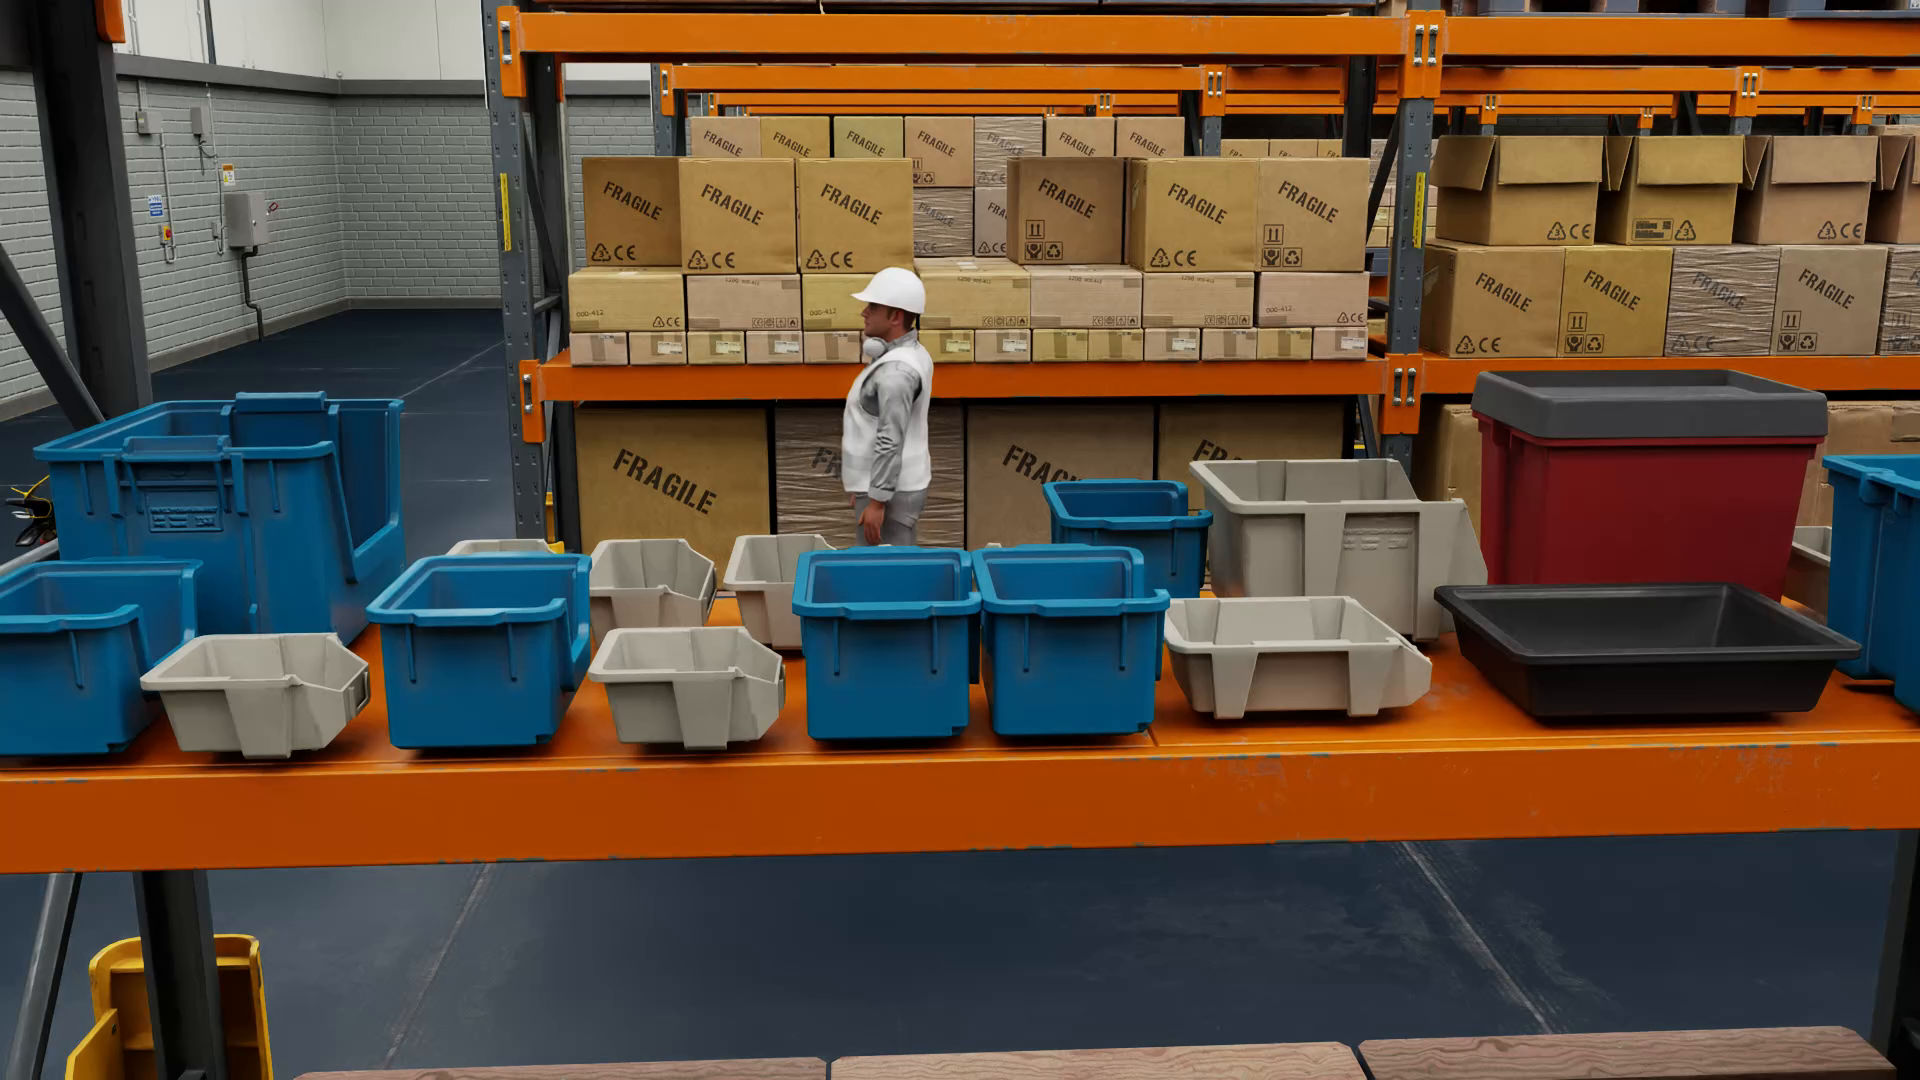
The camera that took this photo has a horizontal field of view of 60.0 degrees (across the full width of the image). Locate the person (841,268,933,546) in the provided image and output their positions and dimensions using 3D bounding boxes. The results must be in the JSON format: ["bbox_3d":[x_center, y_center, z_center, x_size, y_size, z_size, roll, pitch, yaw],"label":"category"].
[{"bbox_3d":[-0.313,-0.191,6.726,0.388,1.798,0.559,1,13,5],"label":"person"}]
